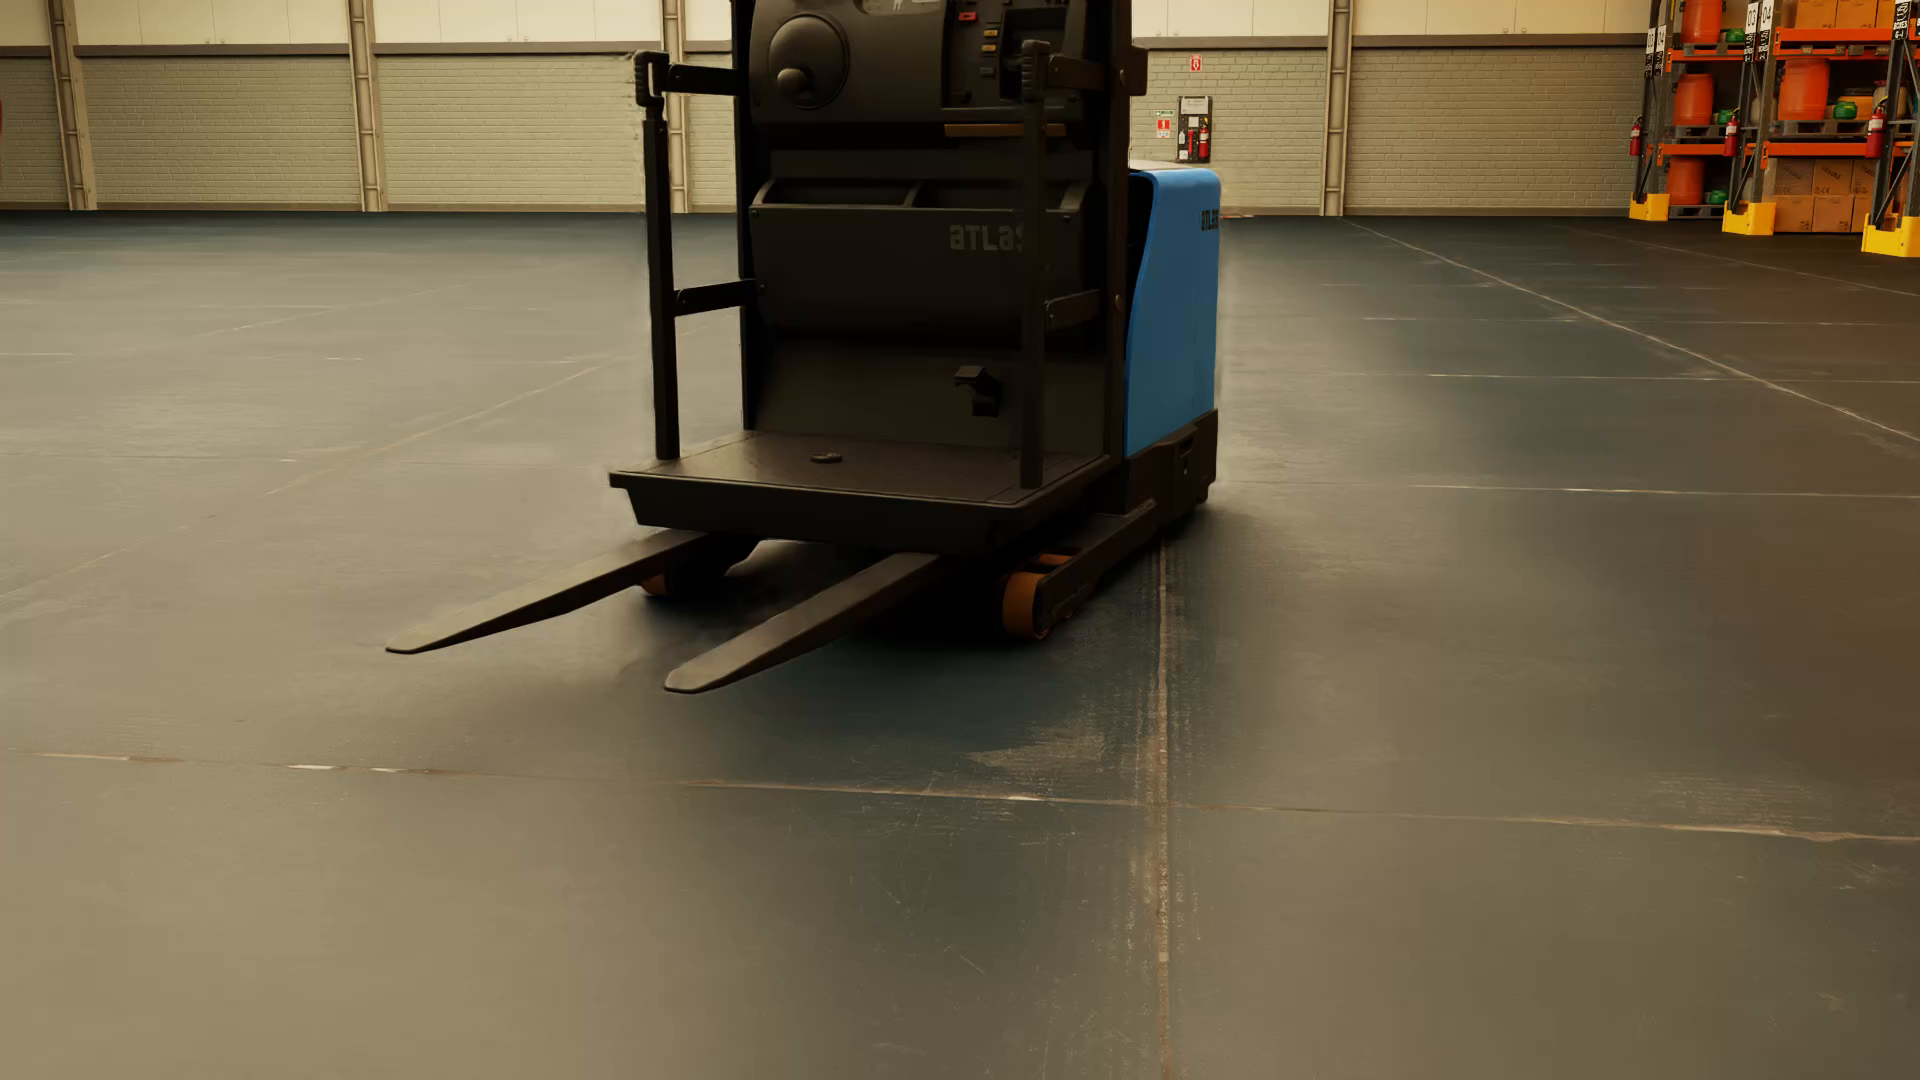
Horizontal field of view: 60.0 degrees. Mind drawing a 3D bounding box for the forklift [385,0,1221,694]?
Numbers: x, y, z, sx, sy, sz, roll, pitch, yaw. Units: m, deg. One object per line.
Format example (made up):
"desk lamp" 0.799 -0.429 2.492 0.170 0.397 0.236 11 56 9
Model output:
"forklift" -0.190 -1.298 4.059 1.130 2.935 3.031 5 14 22
